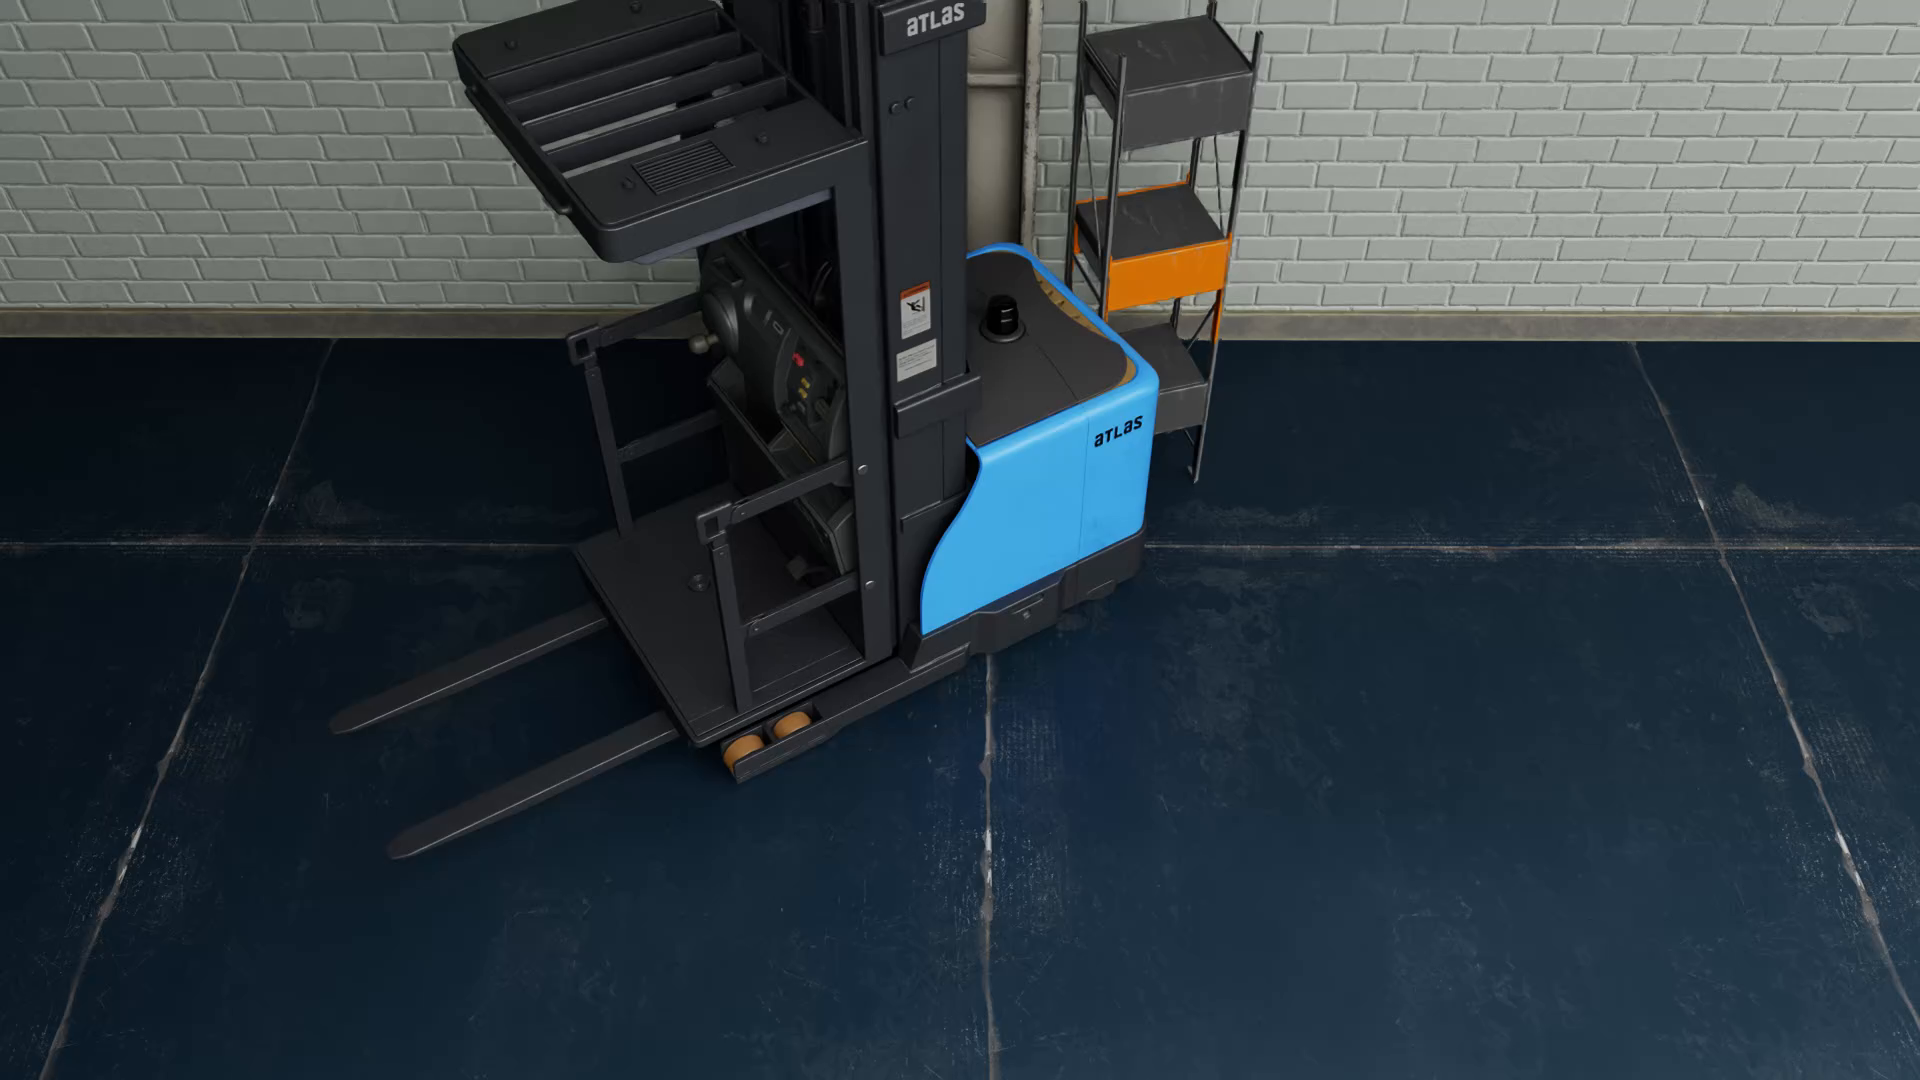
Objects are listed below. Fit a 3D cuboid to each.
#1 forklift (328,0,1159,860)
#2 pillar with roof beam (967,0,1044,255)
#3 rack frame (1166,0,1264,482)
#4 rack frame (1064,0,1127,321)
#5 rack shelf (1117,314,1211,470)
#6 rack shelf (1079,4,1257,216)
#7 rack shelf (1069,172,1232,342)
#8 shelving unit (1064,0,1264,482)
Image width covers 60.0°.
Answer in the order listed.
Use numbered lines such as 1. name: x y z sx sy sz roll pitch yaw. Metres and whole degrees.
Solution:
1. forklift: -0.792 -0.578 5.367 3.031 2.935 1.130 -25 52 -21
2. pillar with roof beam: 0.096 -0.757 1.388 0.400 9.000 9.100 0 47 0
3. rack frame: 0.944 -1.102 6.422 0.015 2.100 0.400 -13 48 -12
4. rack frame: 0.478 -0.996 6.324 0.015 2.100 0.400 -13 48 -12
5. rack shelf: 0.711 -0.563 6.895 0.480 0.518 0.431 -13 48 -12
6. rack shelf: 0.711 -1.517 5.871 0.480 0.518 0.431 -13 48 -12
7. rack shelf: 0.711 -1.040 6.383 0.480 0.518 0.431 -13 48 -12
8. shelving unit: 0.711 -1.049 6.373 0.503 2.100 0.431 -13 48 -12
